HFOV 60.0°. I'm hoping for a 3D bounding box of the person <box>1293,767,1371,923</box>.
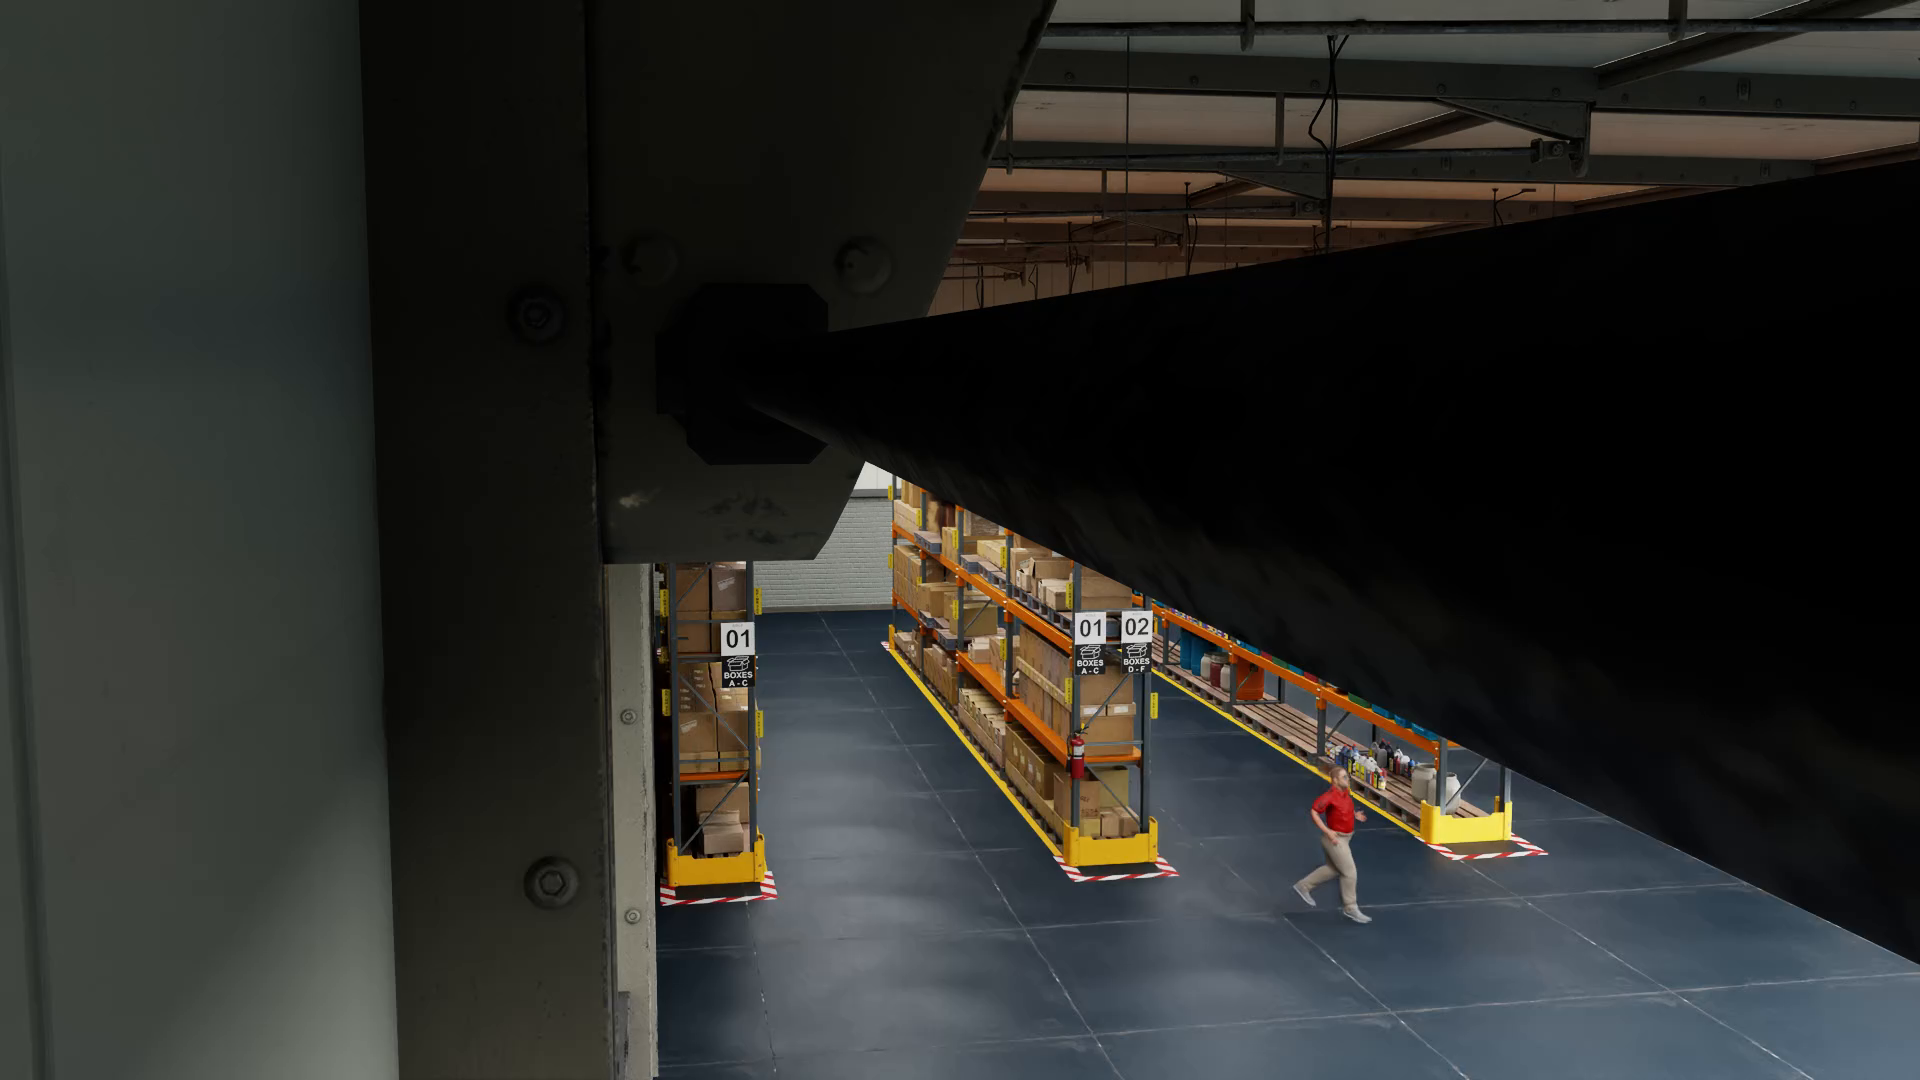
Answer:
[{"bbox_3d":[4.258,3.433,18.945,0.911,1.744,0.647,3,7,24],"label":"person"}]
